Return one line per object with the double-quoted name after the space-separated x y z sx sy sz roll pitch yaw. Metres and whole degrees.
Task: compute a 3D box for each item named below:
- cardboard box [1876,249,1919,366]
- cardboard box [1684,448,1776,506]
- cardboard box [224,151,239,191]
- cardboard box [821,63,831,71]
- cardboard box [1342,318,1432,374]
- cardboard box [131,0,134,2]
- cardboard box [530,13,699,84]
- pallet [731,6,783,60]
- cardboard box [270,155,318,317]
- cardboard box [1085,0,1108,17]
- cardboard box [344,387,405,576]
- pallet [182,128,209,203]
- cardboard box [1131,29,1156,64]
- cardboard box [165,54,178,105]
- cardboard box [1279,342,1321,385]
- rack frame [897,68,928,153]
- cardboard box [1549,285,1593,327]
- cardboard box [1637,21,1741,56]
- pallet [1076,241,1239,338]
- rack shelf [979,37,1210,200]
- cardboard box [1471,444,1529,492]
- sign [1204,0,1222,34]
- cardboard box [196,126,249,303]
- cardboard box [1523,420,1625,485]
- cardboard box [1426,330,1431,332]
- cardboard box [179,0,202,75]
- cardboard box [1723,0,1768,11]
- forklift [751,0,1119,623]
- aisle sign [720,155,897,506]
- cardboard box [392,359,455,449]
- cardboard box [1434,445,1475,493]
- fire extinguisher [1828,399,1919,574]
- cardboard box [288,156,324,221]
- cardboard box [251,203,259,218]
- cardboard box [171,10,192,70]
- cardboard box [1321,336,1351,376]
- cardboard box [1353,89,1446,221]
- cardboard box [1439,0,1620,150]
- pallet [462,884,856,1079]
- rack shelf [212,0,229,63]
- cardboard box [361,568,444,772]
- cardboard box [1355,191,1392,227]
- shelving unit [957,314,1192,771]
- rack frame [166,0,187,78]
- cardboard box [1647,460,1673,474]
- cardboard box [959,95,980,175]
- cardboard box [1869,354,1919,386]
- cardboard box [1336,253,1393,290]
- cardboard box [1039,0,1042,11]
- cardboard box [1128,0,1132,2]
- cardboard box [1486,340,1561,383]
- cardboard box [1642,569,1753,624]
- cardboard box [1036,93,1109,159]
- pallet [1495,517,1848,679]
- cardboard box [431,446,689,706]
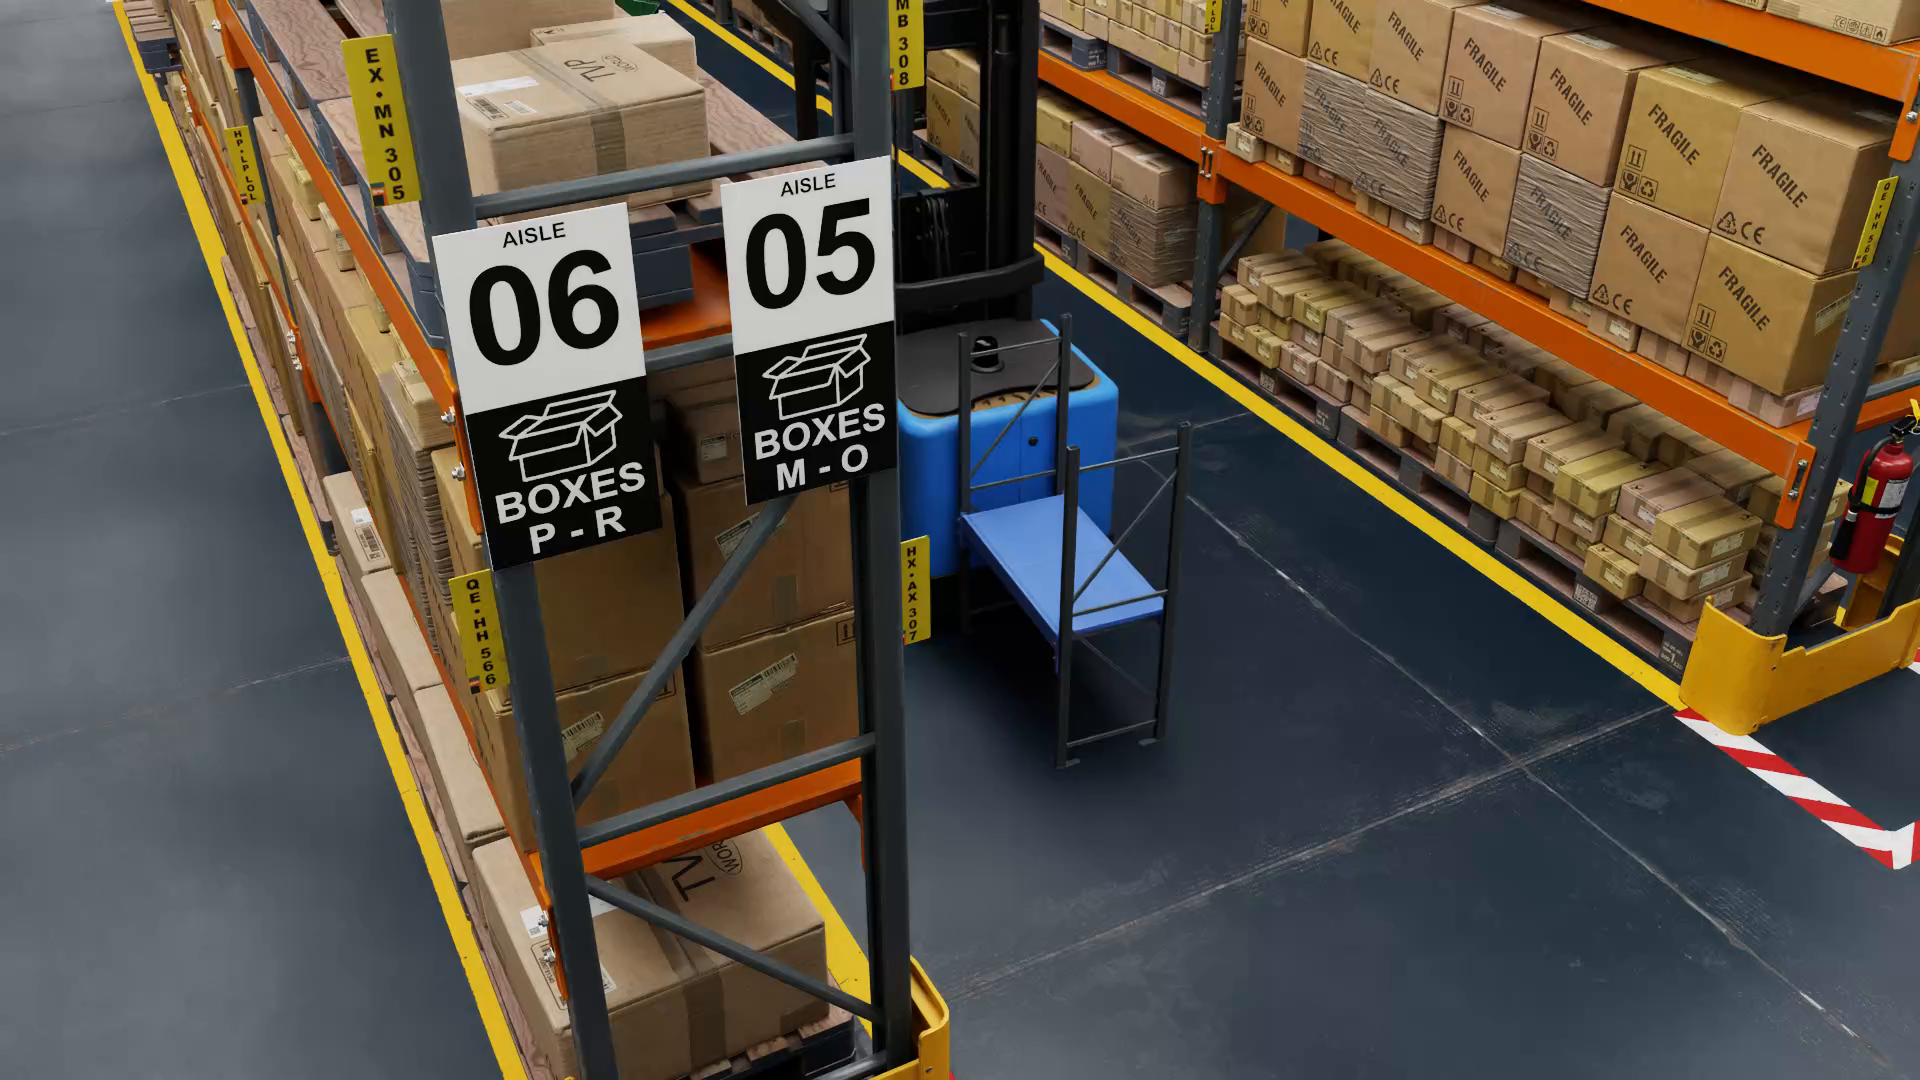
3.749 -1.073 6.775 0.500 0.500 0.500 -14 35 -21 "cardboard box"
3.535 -0.285 7.617 0.380 0.149 0.250 -15 36 -22 "cardboard box"
-3.615 -2.059 8.823 0.500 0.250 0.500 -16 36 -23 "cardboard box"
-0.631 -4.399 14.031 1.050 0.750 0.750 -15 36 -22 "cardboard box"
2.252 -1.026 8.772 0.380 0.149 0.250 -15 36 -22 "cardboard box"
-7.204 -5.090 14.879 0.500 0.500 0.500 -14 35 -21 "cardboard box"
-0.922 -1.282 4.440 0.380 0.149 0.250 -15 35 -21 "cardboard box"
-1.455 -4.825 15.585 1.003 0.211 1.213 -16 36 -23 "pallet"
-2.246 -1.170 6.276 0.500 0.500 0.500 -16 36 -24 "cardboard box"
1.000 -3.366 10.290 0.380 0.149 0.250 -18 37 -26 "cardboard box"
-1.799 -0.264 5.788 0.500 0.500 0.500 -15 35 -22 "cardboard box"
-5.276 -2.927 12.623 1.003 0.211 1.213 -16 36 -23 "pallet"
1.252 -2.985 9.972 0.380 0.149 0.250 -16 36 -23 "cardboard box"
-5.967 -3.876 13.566 0.950 0.372 0.625 -15 36 -23 "cardboard box"
2.020 -1.020 9.315 0.380 0.149 0.250 -16 36 -23 "cardboard box"
-0.016 -4.439 12.399 1.000 3.000 0.127 -16 36 -23 "rack frame"
2.862 -1.093 7.409 0.380 0.149 0.250 -18 37 -25 "cardboard box"
3.275 -1.984 7.271 0.500 0.500 0.500 -17 36 -24 "cardboard box"
1.484 -1.728 10.751 1.003 0.211 1.213 -16 36 -23 "pallet"
0.916 -3.182 11.103 1.077 0.370 4.000 -16 36 -23 "rack shelf"
2.718 -0.395 8.063 0.380 0.149 0.250 -15 36 -22 "cardboard box"
1.359 -2.877 8.886 0.100 0.325 0.005 -16 36 -23 "sign"
-4.100 -2.078 10.293 0.875 0.875 0.875 -16 36 -24 "cardboard box"
2.878 -0.403 7.800 0.380 0.149 0.250 -17 37 -25 "cardboard box"
2.584 -1.168 9.270 0.380 0.149 0.250 -16 36 -23 "cardboard box"
-3.867 -2.827 8.863 0.500 0.500 0.500 -15 36 -22 "cardboard box"
3.023 -2.214 6.283 0.500 0.250 0.500 -16 36 -23 "cardboard box"
-0.311 -1.640 8.093 1.130 2.935 3.031 -13 35 -19 "forklift"
-0.328 -0.462 3.780 0.394 0.787 0.004 -16 36 -23 "aisle sign"
-1.297 -0.403 4.477 0.380 0.149 0.250 -16 36 -24 "cardboard box"
2.616 -0.398 8.344 0.380 0.149 0.250 -15 36 -22 "cardboard box"
3.423 -0.196 6.192 0.296 0.674 0.183 -16 36 -23 "fire extinguisher"
-2.116 -1.260 5.815 0.380 0.149 0.250 -17 36 -24 "cardboard box"
-3.144 -1.771 7.909 0.500 0.250 0.500 -15 36 -22 "cardboard box"
-4.331 -2.990 9.811 0.500 0.250 0.500 -16 36 -23 "cardboard box"
2.201 -1.044 9.076 0.380 0.149 0.250 -18 37 -25 "cardboard box"
2.297 -1.914 8.089 0.500 0.500 0.500 -17 36 -24 "cardboard box"
2.544 -2.105 7.460 0.500 0.500 0.500 -17 36 -25 "cardboard box"
-1.060 1.484 5.738 1.003 0.211 1.213 -16 36 -23 "pallet"
-3.416 -3.152 8.275 1.077 0.370 4.000 -16 36 -23 "rack shelf"
-1.868 0.418 6.802 0.875 0.438 0.875 -17 36 -24 "cardboard box"
2.229 -1.721 8.388 0.380 0.149 0.250 -15 36 -22 "cardboard box"
0.424 -0.003 6.864 0.538 1.500 1.048 -13 35 -19 "shelving unit"
-4.348 -3.146 10.380 1.000 3.000 0.127 -16 36 -23 "rack frame"
3.426 -0.277 7.880 0.380 0.149 0.250 -15 36 -23 "cardboard box"
0.325 -2.923 11.960 0.500 0.500 0.500 -15 36 -23 "cardboard box"
3.853 -0.753 6.877 0.380 0.149 0.250 -16 36 -23 "cardboard box"
2.399 -1.541 9.577 0.380 0.149 0.250 -15 36 -23 "cardboard box"
0.634 -3.614 10.954 0.380 0.149 0.250 -15 36 -22 "cardboard box"
1.121 -3.372 10.024 0.380 0.149 0.250 -16 36 -23 "cardboard box"
2.937 -0.903 8.581 0.380 0.149 0.250 -16 36 -23 "cardboard box"
3.284 0.203 7.406 0.380 0.149 0.250 -15 36 -22 "cardboard box"
0.791 -2.760 11.010 0.500 0.250 0.500 -18 37 -25 "cardboard box"
3.331 0.120 7.868 1.003 0.211 1.213 -16 36 -23 "pallet"
-1.054 0.038 4.390 0.500 0.500 0.500 -15 35 -22 "cardboard box"
